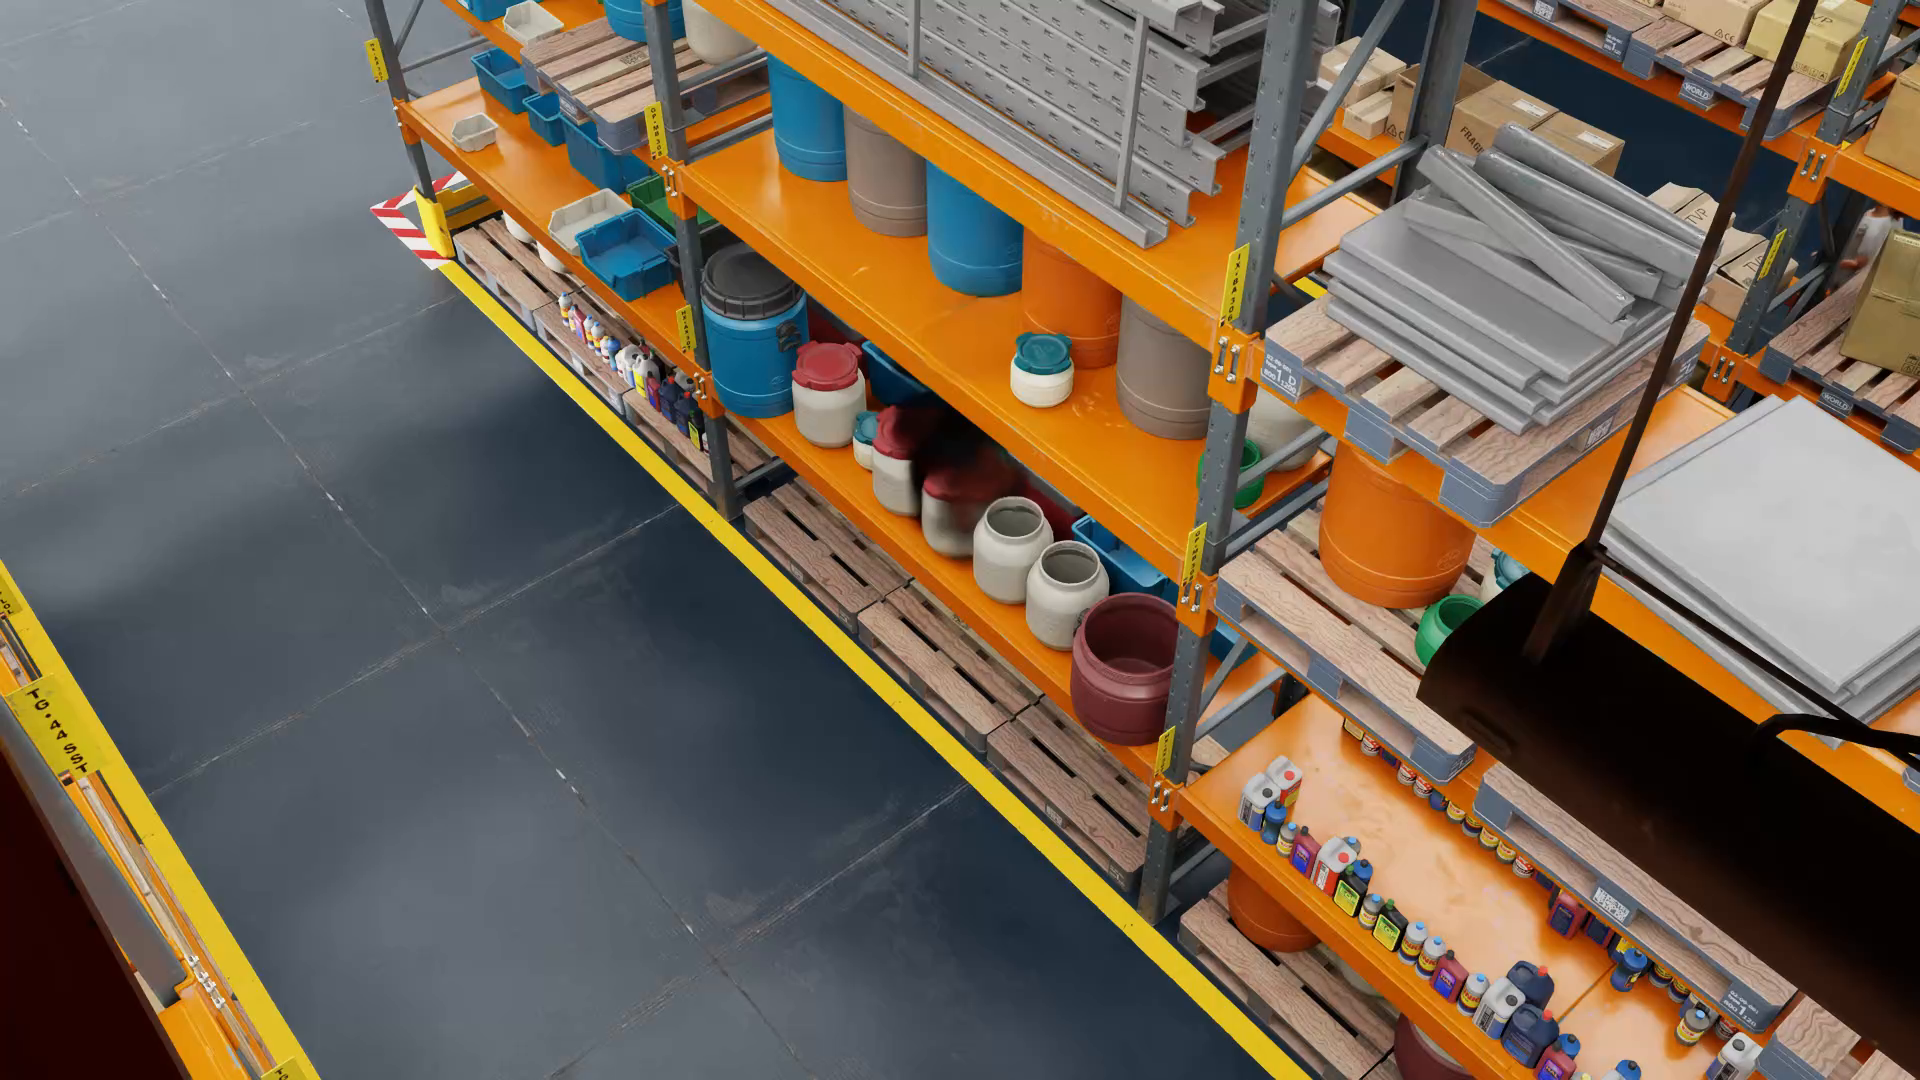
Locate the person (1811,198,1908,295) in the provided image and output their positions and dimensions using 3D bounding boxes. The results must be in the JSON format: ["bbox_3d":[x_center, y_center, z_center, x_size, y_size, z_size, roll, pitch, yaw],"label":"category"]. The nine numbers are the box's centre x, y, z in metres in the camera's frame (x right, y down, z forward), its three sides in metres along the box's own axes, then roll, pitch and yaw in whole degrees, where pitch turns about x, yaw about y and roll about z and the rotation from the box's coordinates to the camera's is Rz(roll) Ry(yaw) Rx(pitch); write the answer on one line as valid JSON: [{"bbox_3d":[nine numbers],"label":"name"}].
[{"bbox_3d":[6.238,-1.855,11.628,0.569,1.620,0.564,30,54,26],"label":"person"}]

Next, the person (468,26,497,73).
[{"bbox_3d":[-3.804,-4.218,13.809,0.700,1.730,0.718,8,47,8],"label":"person"}]
